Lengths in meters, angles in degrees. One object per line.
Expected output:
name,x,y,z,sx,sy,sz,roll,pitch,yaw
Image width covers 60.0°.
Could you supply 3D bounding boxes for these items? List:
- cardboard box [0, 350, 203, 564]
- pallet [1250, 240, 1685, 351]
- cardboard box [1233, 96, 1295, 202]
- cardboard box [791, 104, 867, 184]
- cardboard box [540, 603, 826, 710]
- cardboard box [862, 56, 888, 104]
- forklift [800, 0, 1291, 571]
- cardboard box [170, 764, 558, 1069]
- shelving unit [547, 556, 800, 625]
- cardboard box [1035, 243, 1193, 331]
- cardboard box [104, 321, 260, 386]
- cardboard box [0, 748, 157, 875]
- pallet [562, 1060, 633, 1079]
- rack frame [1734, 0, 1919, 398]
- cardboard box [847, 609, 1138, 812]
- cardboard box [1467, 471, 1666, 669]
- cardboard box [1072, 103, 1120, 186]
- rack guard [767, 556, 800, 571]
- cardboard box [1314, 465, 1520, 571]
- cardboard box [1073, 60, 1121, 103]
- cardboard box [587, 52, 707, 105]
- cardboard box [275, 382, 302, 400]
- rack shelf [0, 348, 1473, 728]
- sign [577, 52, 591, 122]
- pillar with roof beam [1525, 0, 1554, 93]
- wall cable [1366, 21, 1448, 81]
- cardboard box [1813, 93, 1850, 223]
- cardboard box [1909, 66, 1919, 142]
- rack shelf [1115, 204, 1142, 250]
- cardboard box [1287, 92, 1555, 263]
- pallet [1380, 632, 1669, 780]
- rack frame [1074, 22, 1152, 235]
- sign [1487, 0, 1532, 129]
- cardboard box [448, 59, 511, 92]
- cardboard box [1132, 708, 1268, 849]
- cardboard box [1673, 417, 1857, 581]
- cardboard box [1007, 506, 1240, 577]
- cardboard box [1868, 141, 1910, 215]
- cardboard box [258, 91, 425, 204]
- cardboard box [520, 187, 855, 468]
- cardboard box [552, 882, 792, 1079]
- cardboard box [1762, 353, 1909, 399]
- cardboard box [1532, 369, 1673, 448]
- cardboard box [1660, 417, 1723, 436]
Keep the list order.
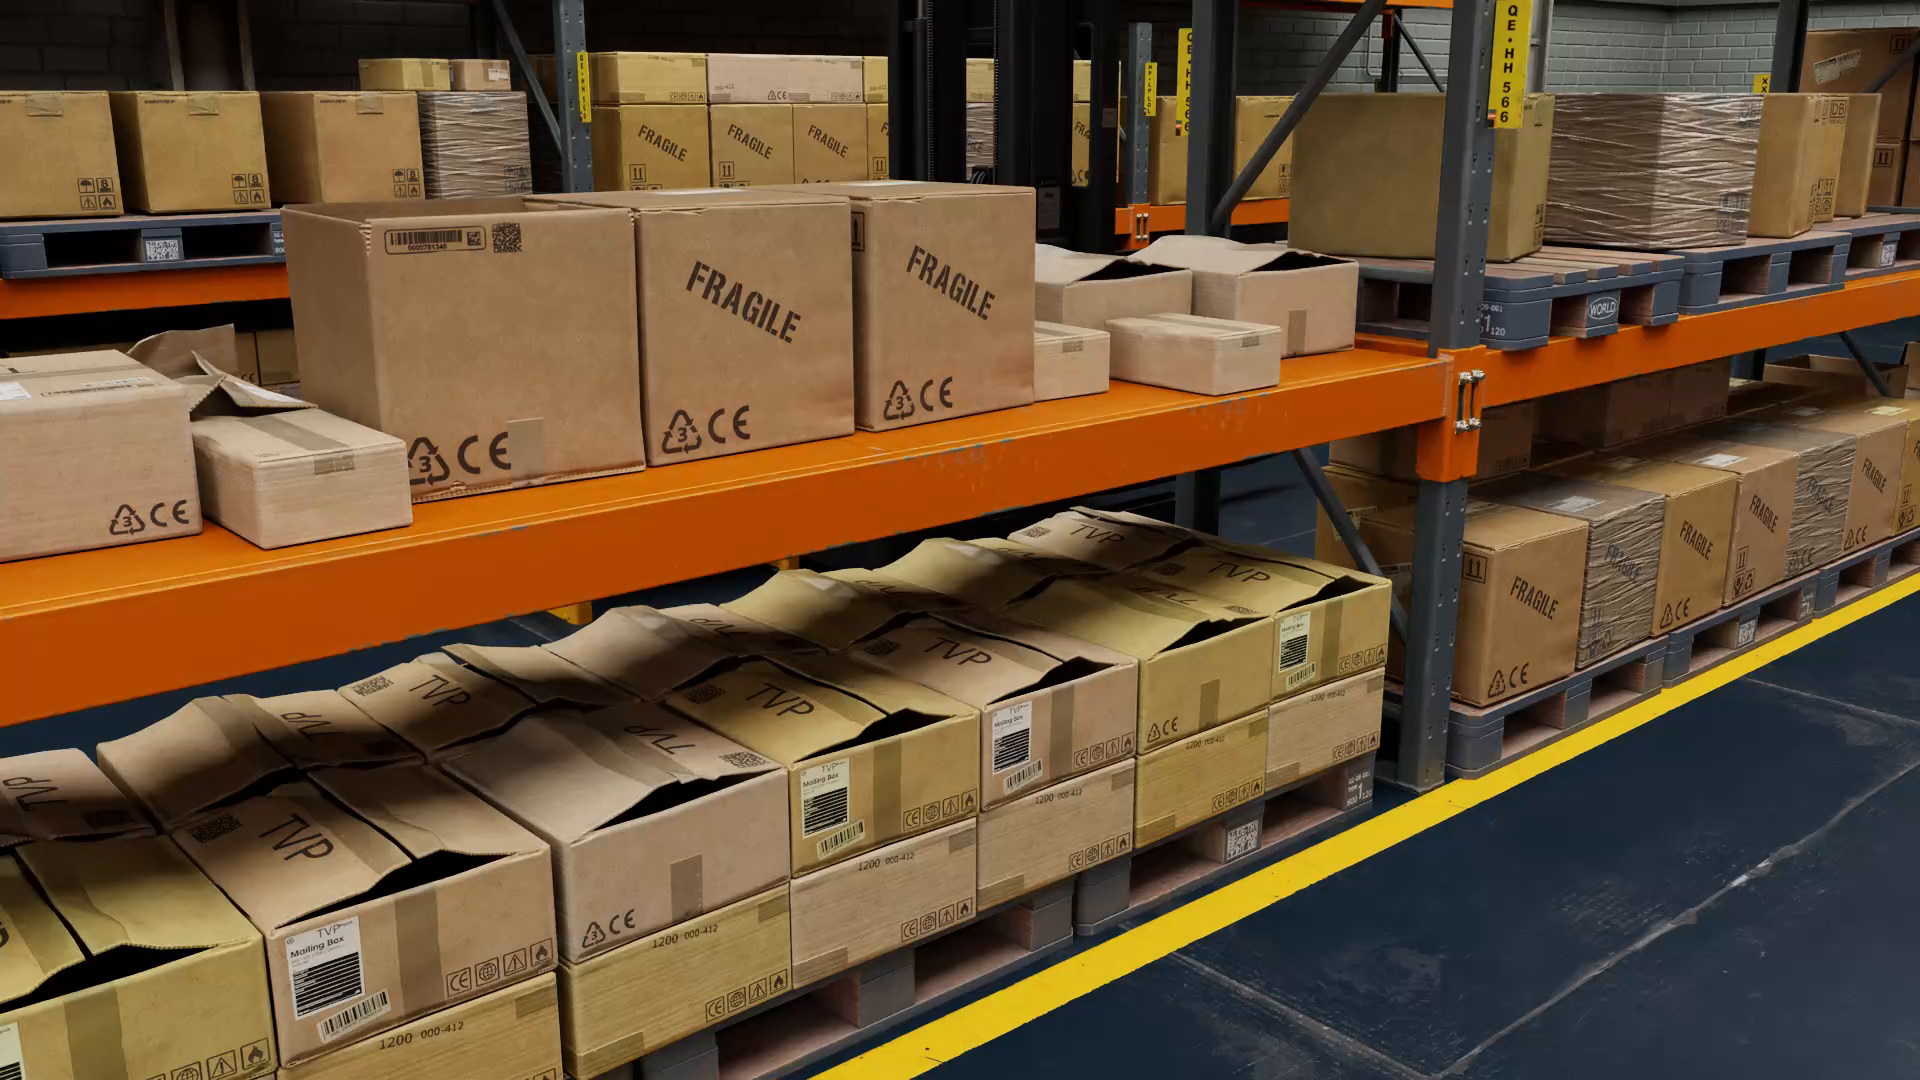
cardboard box,-1.596,-0.141,2.756,0.500,0.250,0.500,-11,19,-36
pallet,1.544,-0.835,5.435,1.003,0.211,1.213,-13,19,-39
cardboard box,1.816,-2.797,11.827,0.700,0.700,0.980,-13,20,-41
cardboard box,-0.865,-2.168,9.244,0.500,0.500,0.500,-13,20,-40
cardboard box,-0.673,0.351,4.052,0.500,0.311,0.500,-13,20,-40
cardboard box,-0.503,-2.618,9.476,0.500,0.250,0.500,-13,20,-40
forklift,0.474,-1.523,7.772,3.031,2.935,1.130,-13,20,-40
cardboard box,-1.082,0.628,3.015,0.500,0.311,0.500,-13,20,-40
shelving unit,-1.283,-0.537,6.855,1.083,1.500,0.587,-12,19,-39
cardboard box,0.277,-0.642,4.515,0.500,0.311,0.500,-13,20,-40
cardboard box,-3.541,-0.826,7.566,0.500,0.250,0.500,-13,20,-40
cardboard box,-1.821,0.609,3.087,0.500,0.311,0.500,-13,19,-39
pallet,-1.408,1.093,3.248,1.213,0.211,1.003,-13,19,-39
rack frame,4.096,-1.477,7.466,0.127,3.000,1.000,-13,19,-39
cardboard box,0.075,0.366,3.994,0.500,0.311,0.500,-13,20,-40
cardboard box,2.001,0.085,5.612,0.500,0.500,0.500,-14,20,-41
cardboard box,0.659,-2.515,10.544,0.500,0.500,0.500,-13,20,-40
rack guard,-0.905,-0.017,7.330,0.087,0.250,0.587,-12,19,-39
cardboard box,1.630,-0.008,5.959,0.500,0.500,0.500,-12,19,-37
cardboard box,0.657,-2.876,10.441,0.500,0.250,0.500,-12,19,-38
cardboard box,-1.642,-2.358,8.505,0.500,0.250,0.500,-12,19,-38
cardboard box,-3.150,-0.571,8.067,0.500,0.500,0.700,-13,20,-39
rack shelf,-0.430,-0.113,3.754,4.000,0.370,1.077,-13,19,-39
sign,-1.812,-2.180,8.009,0.005,0.325,0.100,-13,19,-39
pillar with roof beam,8.154,-5.804,12.042,0.400,9.000,9.100,-13,19,-39
wall cable,4.204,-4.010,14.981,1.851,1.984,0.084,-13,19,-39
cardboard box,3.115,-1.562,6.779,0.500,0.500,0.700,-9,17,-31
cardboard box,4.637,-2.033,7.418,0.500,0.500,0.500,-12,19,-38
rack shelf,-0.667,-1.754,9.899,4.000,0.370,1.077,-13,19,-39
cardboard box,1.480,-1.179,5.344,0.700,0.500,0.500,8,17,28
pallet,1.667,0.429,5.735,1.213,0.211,1.003,-13,19,-39
rack frame,0.842,-2.441,11.074,0.127,3.000,1.000,-13,19,-39
sign,1.446,-1.251,4.378,0.005,0.325,0.100,-13,19,-39
cardboard box,-2.416,-2.273,8.143,0.380,0.149,0.250,13,20,40
cardboard box,0.456,0.551,4.389,0.500,0.250,0.500,-13,20,-40
cardboard box,3.155,-0.175,6.585,0.500,0.500,0.500,-12,19,-39
cardboard box,0.491,0.087,5.040,0.500,0.311,0.500,-12,19,-38
cardboard box,4.305,-1.660,7.957,0.500,0.500,0.500,-12,19,-38
cardboard box,-2.928,-1.842,7.788,0.700,0.500,0.500,14,20,42
cardboard box,-0.573,-0.471,3.507,0.500,0.500,0.500,-13,19,-39
cardboard box,-0.696,0.809,3.422,0.500,0.250,0.500,-13,20,-41
cardboard box,4.340,-0.633,8.300,0.500,0.500,0.500,-13,19,-39
cardboard box,2.439,-0.555,6.553,0.500,0.250,0.500,-13,20,-40
cardboard box,2.795,-0.271,6.945,0.500,0.500,0.500,-12,19,-39
